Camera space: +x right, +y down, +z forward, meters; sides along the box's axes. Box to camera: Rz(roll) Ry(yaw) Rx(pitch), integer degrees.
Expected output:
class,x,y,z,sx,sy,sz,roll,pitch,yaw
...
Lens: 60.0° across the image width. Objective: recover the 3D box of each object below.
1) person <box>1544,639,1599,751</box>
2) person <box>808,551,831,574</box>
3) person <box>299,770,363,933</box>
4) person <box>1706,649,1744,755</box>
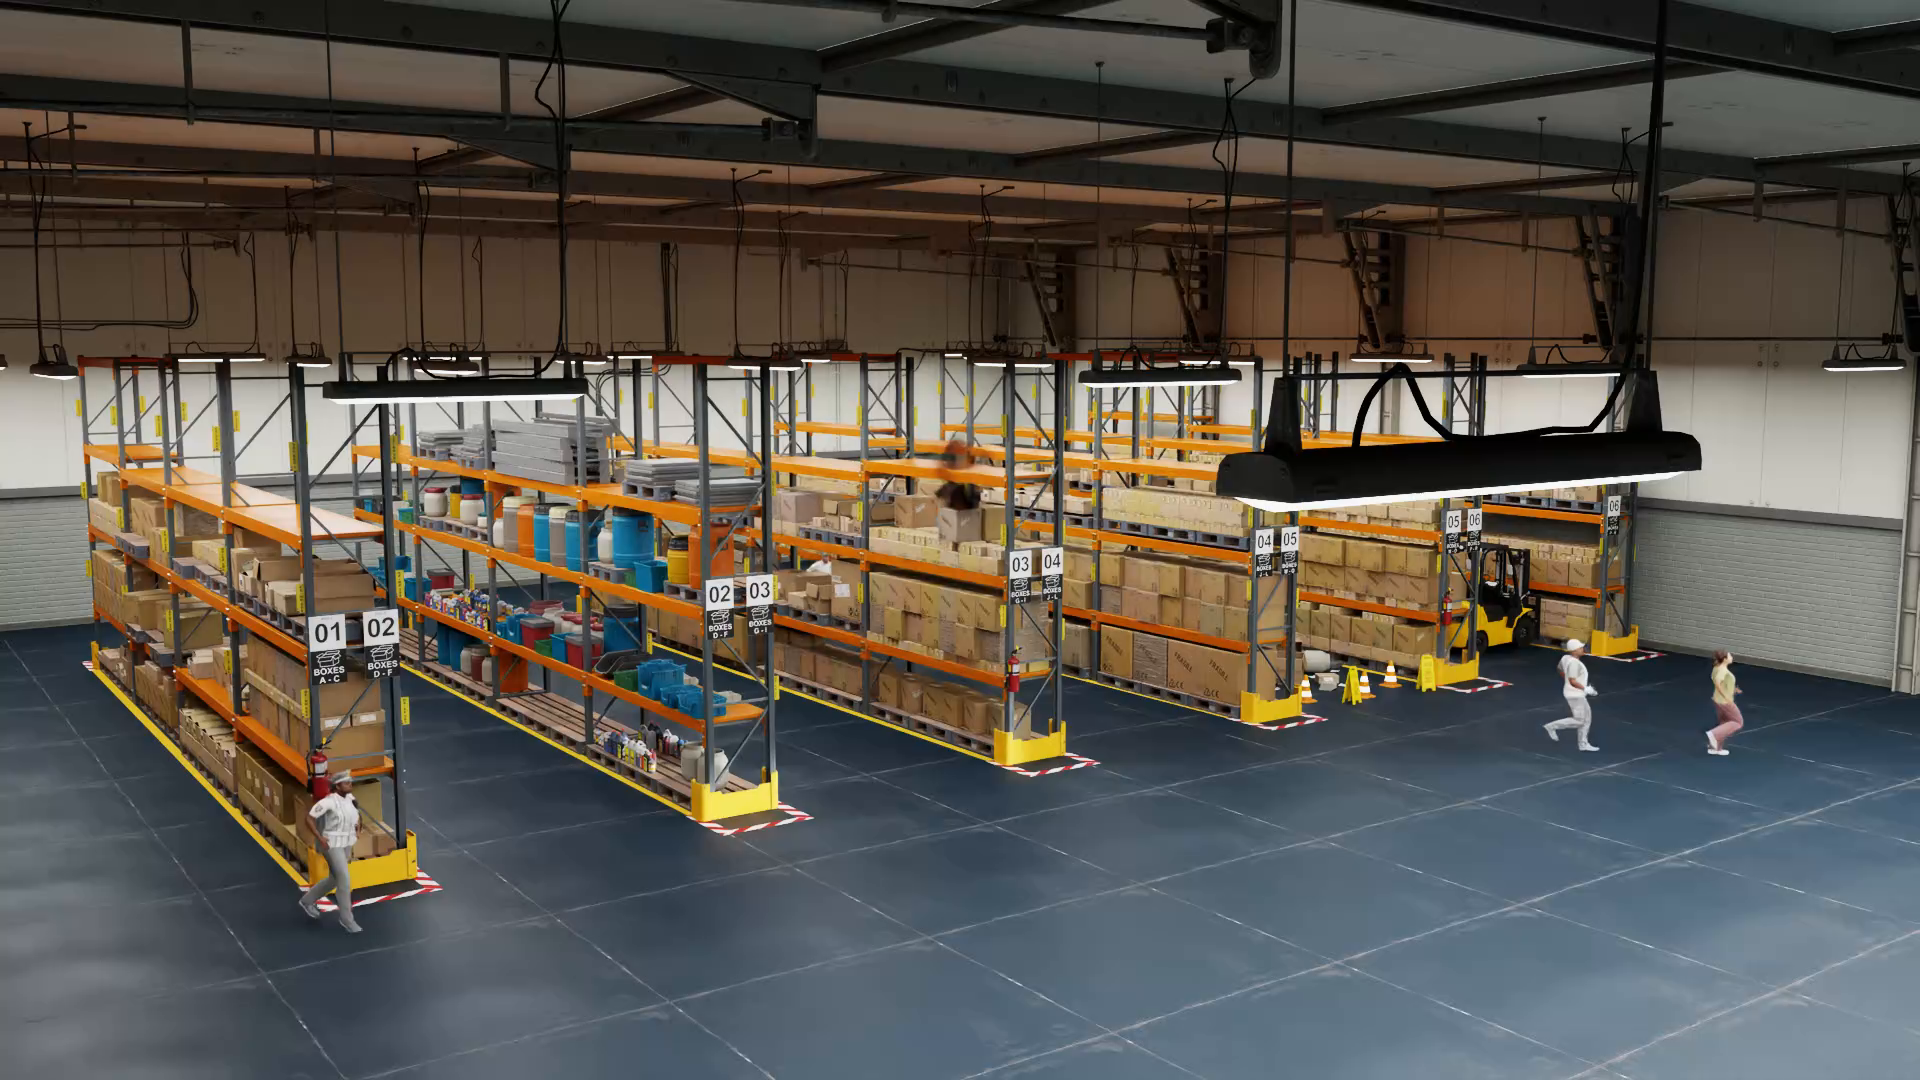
class,x,y,z,sx,sy,sz,roll,pitch,yaw
person,9.424,2.379,25.556,0.837,1.744,0.696,1,7,12
person,-2.911,1.108,35.971,0.633,1.842,0.776,-5,8,-34
person,-6.758,3.340,18.033,0.860,1.725,0.618,2,7,18
person,11.630,2.464,25.289,0.540,1.627,0.575,1,7,6
